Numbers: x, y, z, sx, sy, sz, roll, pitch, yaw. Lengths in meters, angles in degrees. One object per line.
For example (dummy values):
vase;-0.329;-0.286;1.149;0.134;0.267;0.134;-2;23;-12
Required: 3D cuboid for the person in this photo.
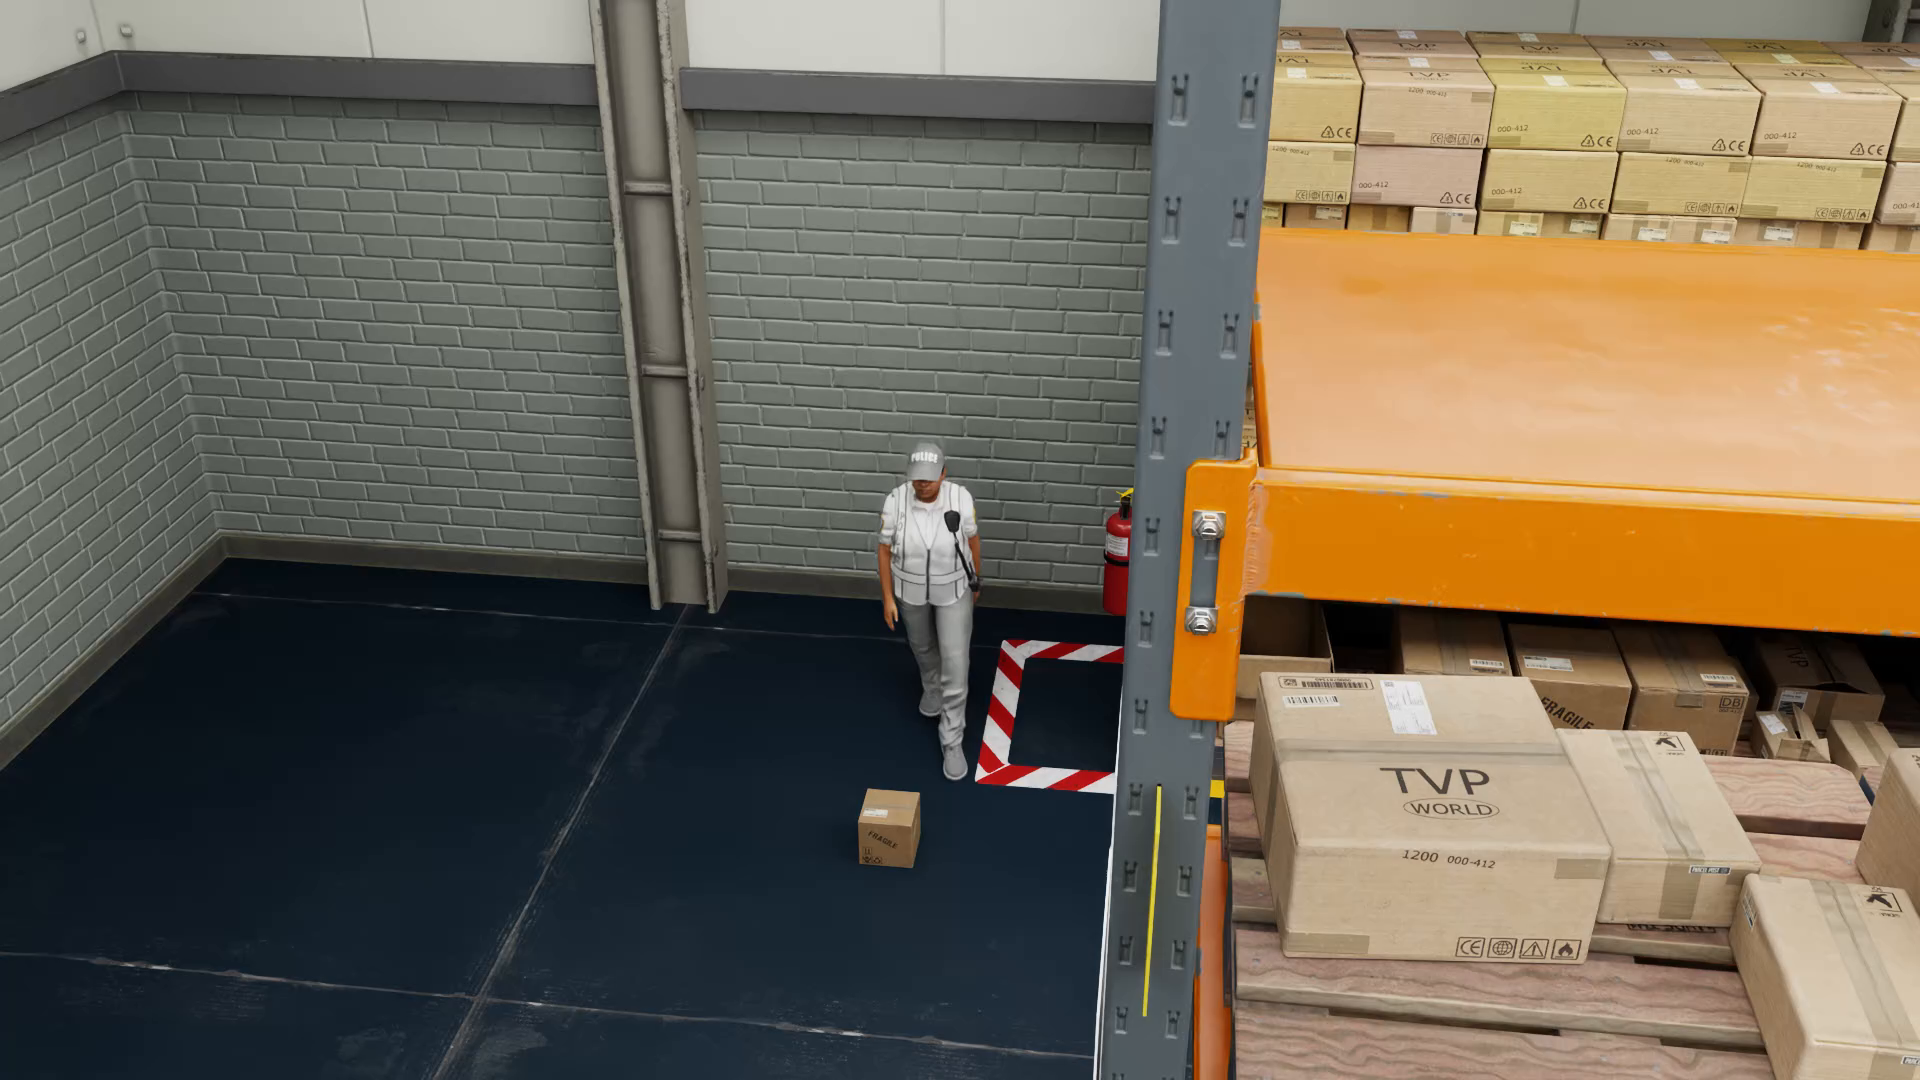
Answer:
person;-0.158;0.274;8.199;0.496;1.636;0.808;4;29;7
